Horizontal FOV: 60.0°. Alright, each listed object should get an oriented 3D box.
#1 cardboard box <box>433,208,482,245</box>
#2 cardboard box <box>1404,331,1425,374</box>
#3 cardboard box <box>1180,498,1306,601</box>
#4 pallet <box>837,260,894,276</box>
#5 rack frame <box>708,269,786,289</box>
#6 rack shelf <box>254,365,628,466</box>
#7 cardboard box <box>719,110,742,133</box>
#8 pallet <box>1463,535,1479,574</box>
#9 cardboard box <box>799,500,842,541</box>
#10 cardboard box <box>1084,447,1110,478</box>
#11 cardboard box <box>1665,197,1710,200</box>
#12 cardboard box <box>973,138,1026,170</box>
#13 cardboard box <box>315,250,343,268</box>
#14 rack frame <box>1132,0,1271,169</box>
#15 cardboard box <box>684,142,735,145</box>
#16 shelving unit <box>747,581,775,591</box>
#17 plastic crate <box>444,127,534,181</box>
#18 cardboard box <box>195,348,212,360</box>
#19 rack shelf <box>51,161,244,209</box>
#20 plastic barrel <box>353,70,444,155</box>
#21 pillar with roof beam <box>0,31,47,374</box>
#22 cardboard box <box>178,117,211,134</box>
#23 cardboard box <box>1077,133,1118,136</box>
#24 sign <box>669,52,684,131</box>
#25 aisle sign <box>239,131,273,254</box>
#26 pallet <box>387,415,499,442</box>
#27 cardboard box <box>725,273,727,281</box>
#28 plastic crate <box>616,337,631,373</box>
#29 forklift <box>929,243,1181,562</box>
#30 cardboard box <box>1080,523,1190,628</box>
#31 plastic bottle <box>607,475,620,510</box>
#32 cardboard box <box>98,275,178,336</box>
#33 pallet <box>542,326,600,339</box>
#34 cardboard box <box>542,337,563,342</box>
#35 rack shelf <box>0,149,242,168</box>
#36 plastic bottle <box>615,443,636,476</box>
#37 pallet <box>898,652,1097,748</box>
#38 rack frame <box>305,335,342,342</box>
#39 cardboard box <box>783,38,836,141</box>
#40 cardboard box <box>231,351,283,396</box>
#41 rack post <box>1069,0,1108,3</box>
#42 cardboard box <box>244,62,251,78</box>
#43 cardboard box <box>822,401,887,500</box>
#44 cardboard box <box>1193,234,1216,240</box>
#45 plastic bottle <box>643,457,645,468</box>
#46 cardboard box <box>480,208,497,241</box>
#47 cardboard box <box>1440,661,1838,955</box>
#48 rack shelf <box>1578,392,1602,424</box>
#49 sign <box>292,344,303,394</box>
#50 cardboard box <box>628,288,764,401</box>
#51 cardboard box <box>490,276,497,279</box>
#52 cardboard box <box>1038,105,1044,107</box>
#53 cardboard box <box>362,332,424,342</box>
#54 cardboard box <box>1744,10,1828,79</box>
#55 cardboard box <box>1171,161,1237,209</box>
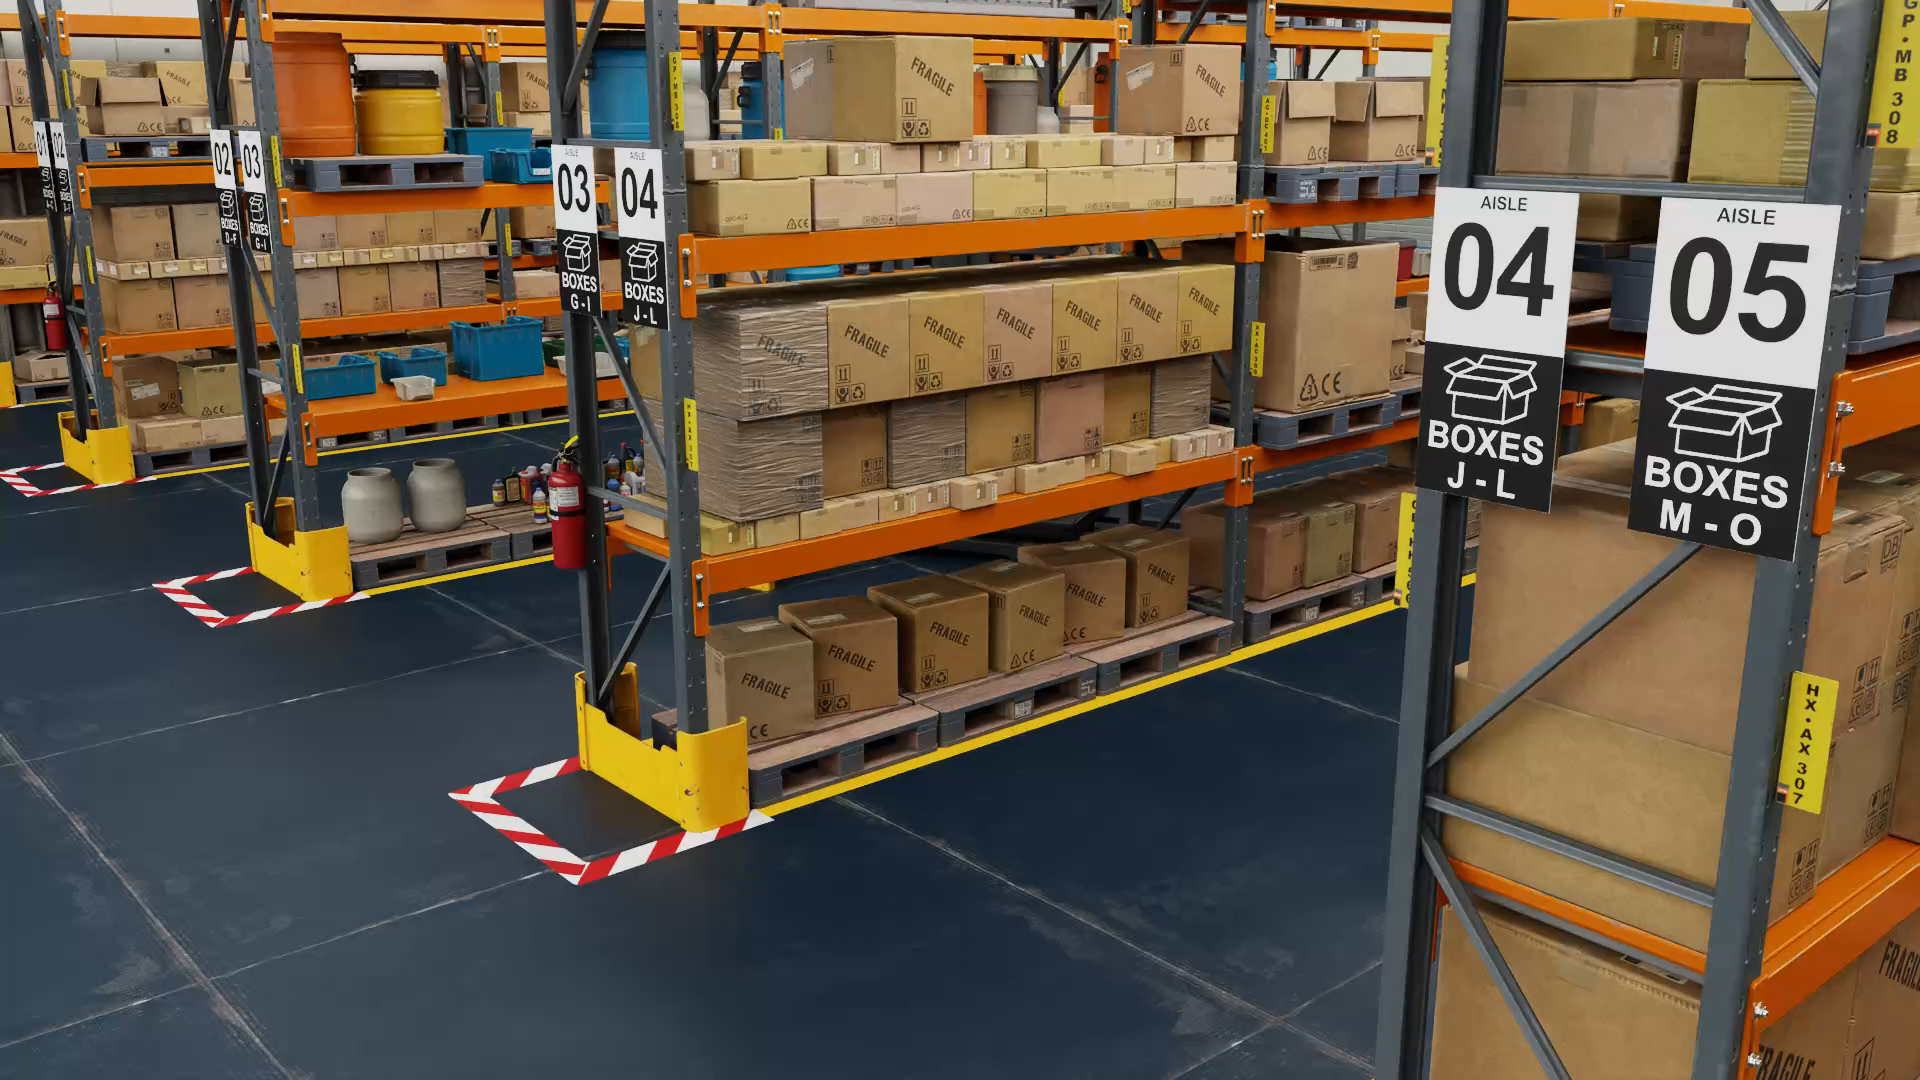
[{"bbox_3d":[-5.392,-3.371,17.352,0.500,0.500,0.700,-13,19,-39],"label":"cardboard box"},{"bbox_3d":[3.375,-1.324,11.841,0.258,0.266,0.396,-13,20,-41],"label":"cardboard box"},{"bbox_3d":[1.916,0.052,11.235,0.700,0.500,0.500,14,21,43],"label":"cardboard box"},{"bbox_3d":[-1.579,-3.486,20.861,1.003,0.211,1.213,-13,19,-39],"label":"pallet"},{"bbox_3d":[-1.813,-1.808,14.205,0.127,3.000,1.000,-13,19,-39],"label":"rack frame"},{"bbox_3d":[-3.321,-1.121,13.030,4.000,0.370,1.077,-13,19,-39],"label":"rack shelf"},{"bbox_3d":[-2.733,-4.850,19.258,0.500,0.250,0.500,-12,19,-38],"label":"cardboard box"},{"bbox_3d":[3.866,-0.042,12.998,1.213,0.211,1.003,-13,19,-39],"label":"pallet"},{"bbox_3d":[-0.808,-0.124,8.390,0.250,0.149,0.380,-13,19,-39],"label":"cardboard box"},{"bbox_3d":[0.656,-0.477,9.709,0.250,0.149,0.380,-13,19,-39],"label":"cardboard box"},{"bbox_3d":[1.820,-0.927,4.575,0.250,0.149,0.380,-12,19,-39],"label":"cardboard box"},{"bbox_3d":[0.131,-2.049,8.813,0.250,0.149,0.380,-14,20,-41],"label":"cardboard box"},{"bbox_3d":[-6.283,-2.786,16.418,0.250,0.149,0.380,-12,19,-38],"label":"cardboard box"},{"bbox_3d":[1.439,-3.742,9.821,0.127,3.000,1.000,-13,19,-39],"label":"rack frame"},{"bbox_3d":[-1.301,-1.864,8.123,0.250,0.149,0.380,-13,20,-41],"label":"cardboard box"},{"bbox_3d":[-1.349,-0.515,12.273,0.587,1.500,1.083,8,17,29],"label":"shelving unit"},{"bbox_3d":[-3.589,-2.953,12.712,0.575,0.384,0.392,-13,19,-39],"label":"plastic crate"},{"bbox_3d":[-9.536,-2.305,20.737,0.380,0.149,0.250,14,20,42],"label":"cardboard box"},{"bbox_3d":[-6.570,-3.536,16.255,4.000,0.370,1.077,-13,19,-39],"label":"rack shelf"},{"bbox_3d":[-4.054,-3.091,12.019,0.600,0.588,0.600,0,15,0],"label":"plastic barrel"},{"bbox_3d":[-8.547,-5.406,16.052,0.400,9.000,9.100,-13,19,-39],"label":"pillar with roof beam"},{"bbox_3d":[-7.076,-3.858,15.472,0.250,0.149,0.380,-13,19,-39],"label":"cardboard box"},{"bbox_3d":[0.835,-2.359,9.976,0.250,0.149,0.380,-14,20,-42],"label":"cardboard box"},{"bbox_3d":[-1.223,-1.932,7.164,0.005,0.325,0.100,-13,19,-39],"label":"sign"},{"bbox_3d":[-4.692,-2.317,11.074,0.004,0.787,0.394,-13,19,-39],"label":"aisle sign"},{"bbox_3d":[-5.689,-1.299,17.704,1.213,0.211,1.003,-13,19,-39],"label":"pallet"},{"bbox_3d":[-2.846,-3.294,19.940,0.500,0.311,0.500,-13,20,-40],"label":"cardboard box"},{"bbox_3d":[-2.469,-1.496,13.325,0.616,0.251,0.499,-13,19,-39],"label":"plastic crate"},{"bbox_3d":[0.586,-1.361,12.665,3.031,2.935,1.130,5,16,19],"label":"forklift"},{"bbox_3d":[1.111,0.221,10.639,0.500,0.500,0.500,-13,20,-41],"label":"cardboard box"},{"bbox_3d":[-2.771,-0.380,13.296,0.097,0.271,0.097,0,15,0],"label":"plastic bottle"},{"bbox_3d":[-7.718,-2.220,15.555,0.500,0.500,0.700,-13,19,-39],"label":"cardboard box"},{"bbox_3d":[-5.889,-2.935,23.828,1.213,0.211,1.003,-13,19,-39],"label":"pallet"},{"bbox_3d":[-4.556,-2.132,18.847,0.500,0.311,0.500,-12,19,-38],"label":"cardboard box"},{"bbox_3d":[-9.825,-4.499,19.863,4.000,0.370,1.077,-13,19,-39],"label":"rack shelf"},{"bbox_3d":[-2.836,-0.653,14.161,0.185,0.351,0.144,-14,20,-42],"label":"plastic bottle"},{"bbox_3d":[0.034,0.832,9.726,1.213,0.211,1.003,-13,19,-39],"label":"pallet"},{"bbox_3d":[-8.316,-3.736,21.426,0.127,3.000,1.000,-13,19,-39],"label":"rack frame"},{"bbox_3d":[-0.576,-2.361,8.723,0.500,0.500,0.500,-13,19,-39],"label":"cardboard box"},{"bbox_3d":[-6.784,-1.552,16.308,0.500,0.500,0.500,-13,19,-39],"label":"cardboard box"},{"bbox_3d":[1.724,-5.478,16.467,0.937,0.300,0.954,-13,19,-39],"label":"rack post"},{"bbox_3d":[-8.516,-5.589,20.379,0.500,0.500,0.500,14,20,42],"label":"cardboard box"},{"bbox_3d":[-0.848,-0.554,8.741,0.500,0.500,0.875,-13,19,-39],"label":"cardboard box"},{"bbox_3d":[3.443,-4.636,24.602,0.500,0.500,0.500,-12,19,-39],"label":"cardboard box"},{"bbox_3d":[-2.599,-0.657,14.176,0.185,0.351,0.144,-13,19,-39],"label":"plastic bottle"},{"bbox_3d":[-6.572,-4.378,22.781,0.500,0.500,0.700,-13,19,-39],"label":"cardboard box"},{"bbox_3d":[1.851,0.673,4.629,0.550,0.550,0.875,-13,19,-39],"label":"cardboard box"},{"bbox_3d":[5.965,-1.512,14.494,4.000,0.370,1.077,-13,19,-39],"label":"rack shelf"},{"bbox_3d":[-4.472,-1.156,11.229,0.005,0.325,0.100,-13,19,-39],"label":"sign"},{"bbox_3d":[-1.326,-0.982,8.407,0.500,0.500,0.500,-13,19,-39],"label":"cardboard box"},{"bbox_3d":[-6.279,-3.565,23.321,0.500,0.250,0.500,-12,19,-38],"label":"cardboard box"},{"bbox_3d":[1.162,-5.881,22.966,0.500,0.250,0.500,-13,19,-39],"label":"cardboard box"},{"bbox_3d":[-5.989,-1.906,17.633,0.500,0.500,0.500,-13,19,-39],"label":"cardboard box"},{"bbox_3d":[2.061,-1.142,3.835,0.250,0.149,0.380,-12,19,-39],"label":"cardboard box"},{"bbox_3d":[1.266,-2.092,9.748,0.500,0.250,0.500,-12,19,-37],"label":"cardboard box"}]
